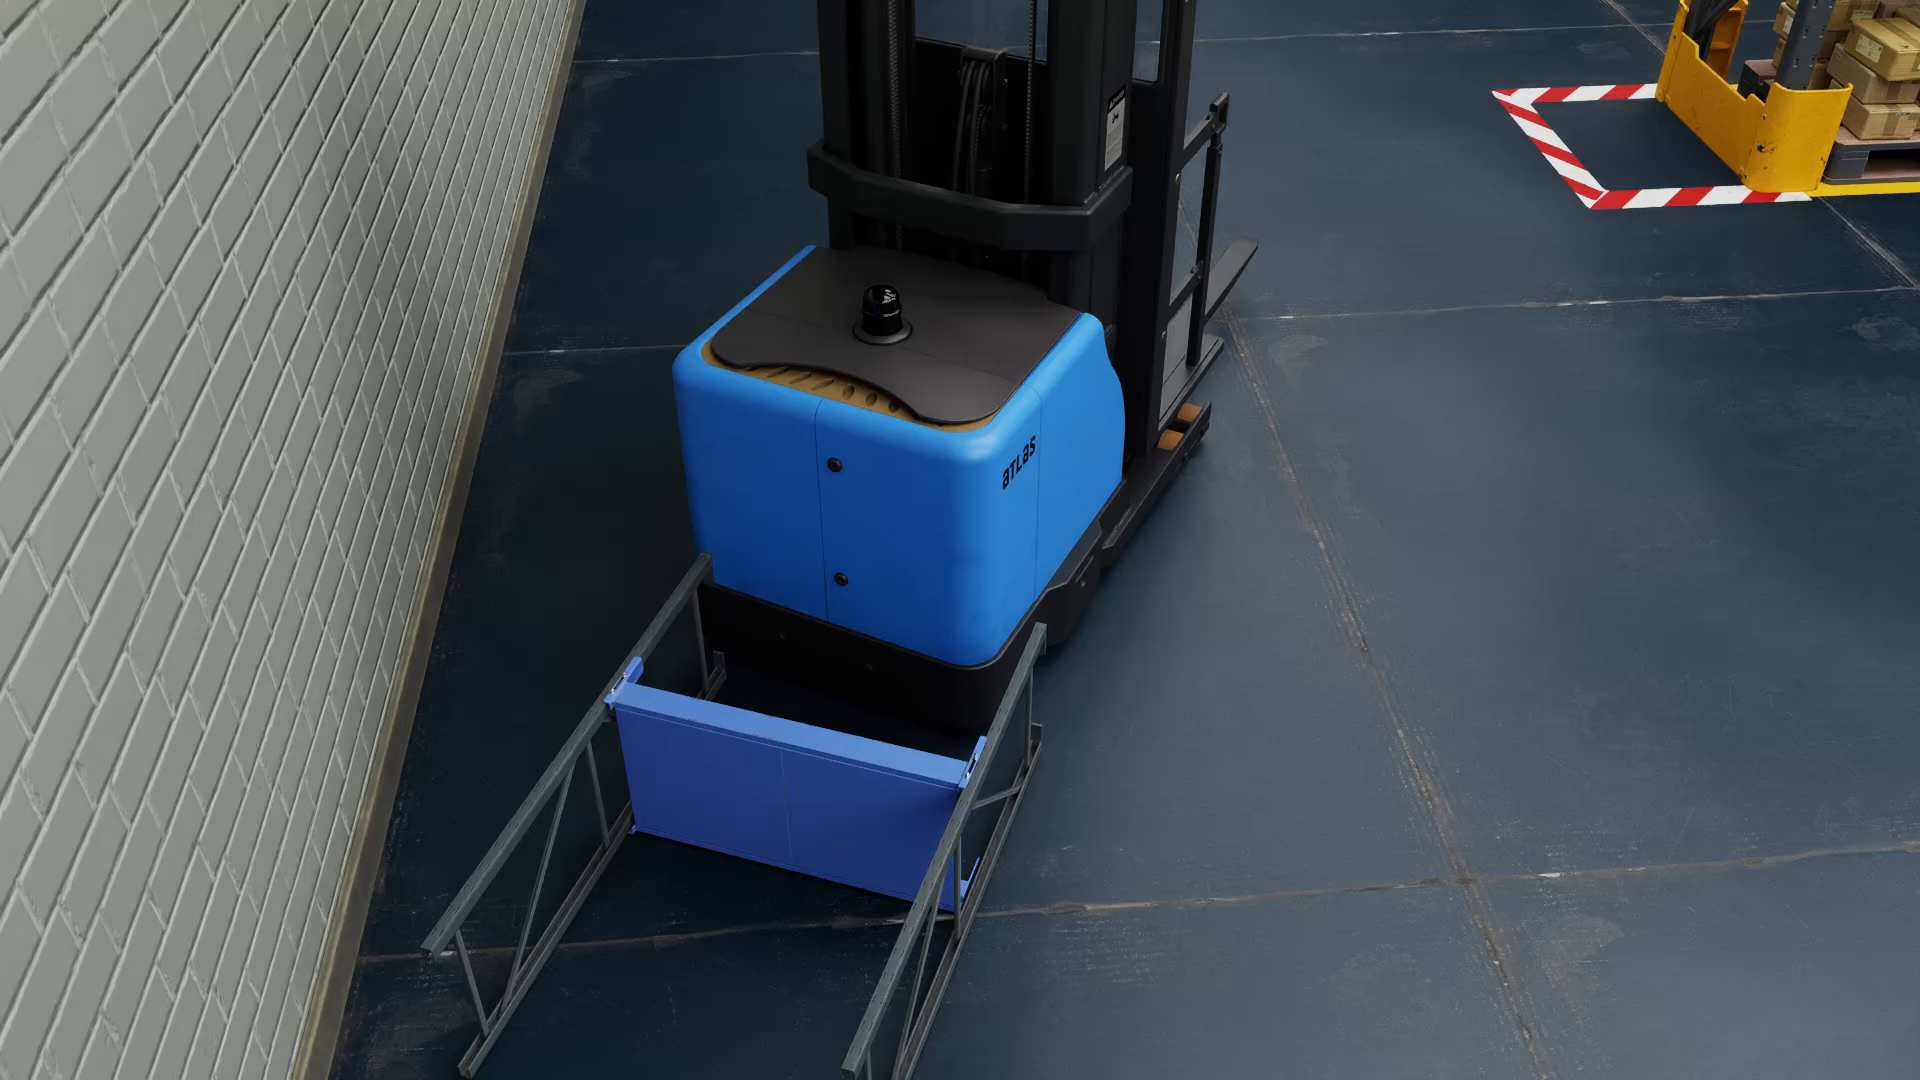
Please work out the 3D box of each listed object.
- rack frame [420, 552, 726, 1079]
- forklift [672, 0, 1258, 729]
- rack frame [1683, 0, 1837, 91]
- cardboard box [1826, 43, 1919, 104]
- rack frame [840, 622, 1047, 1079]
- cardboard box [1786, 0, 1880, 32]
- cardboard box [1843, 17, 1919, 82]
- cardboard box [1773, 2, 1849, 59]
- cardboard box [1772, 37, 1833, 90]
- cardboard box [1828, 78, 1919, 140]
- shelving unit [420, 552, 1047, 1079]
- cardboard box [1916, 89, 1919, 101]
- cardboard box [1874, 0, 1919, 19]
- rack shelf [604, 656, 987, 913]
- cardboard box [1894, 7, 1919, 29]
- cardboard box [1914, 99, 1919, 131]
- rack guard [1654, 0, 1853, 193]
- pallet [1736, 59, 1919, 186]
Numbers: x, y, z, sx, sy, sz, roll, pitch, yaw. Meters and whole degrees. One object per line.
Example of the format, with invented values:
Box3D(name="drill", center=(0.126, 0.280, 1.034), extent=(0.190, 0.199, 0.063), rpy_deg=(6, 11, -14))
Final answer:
Box3D(name="rack frame", center=(-0.973, 0.675, 4.460), extent=(0.032, 0.500, 1.500), rpy_deg=(11, 40, 14))
Box3D(name="forklift", center=(0.278, -1.496, 5.280), extent=(1.130, 2.935, 3.031), rpy_deg=(17, 41, 21))
Box3D(name="rack frame", center=(3.770, -3.171, 7.347), extent=(0.127, 3.000, 1.000), rpy_deg=(-3, 38, -4))
Box3D(name="cardboard box", center=(4.314, -2.204, 7.844), extent=(0.250, 0.149, 0.380), rpy_deg=(-2, 38, -2))
Box3D(name="rack frame", center=(-0.006, 0.869, 4.214), extent=(0.032, 0.500, 1.500), rpy_deg=(11, 40, 14))
Box3D(name="cardboard box", center=(4.275, -2.635, 8.151), extent=(0.250, 0.149, 0.380), rpy_deg=(-3, 38, -3))
Box3D(name="cardboard box", center=(4.322, -2.269, 7.687), extent=(0.250, 0.149, 0.380), rpy_deg=(-5, 39, -6))
Box3D(name="cardboard box", center=(4.270, -2.538, 8.268), extent=(0.250, 0.149, 0.380), rpy_deg=(-4, 38, -5))
Box3D(name="cardboard box", center=(4.276, -2.374, 8.300), extent=(0.250, 0.149, 0.380), rpy_deg=(-3, 38, -3))
Box3D(name="cardboard box", center=(4.320, -2.048, 7.886), extent=(0.250, 0.149, 0.380), rpy_deg=(-2, 38, -3))
Box3D(name="shelving unit", center=(-0.489, 0.772, 4.337), extent=(1.048, 0.538, 1.500), rpy_deg=(11, 40, 14))
Box3D(name="cardboard box", center=(4.592, -2.184, 7.819), extent=(0.250, 0.149, 0.380), rpy_deg=(-3, 38, -4))
Box3D(name="cardboard box", center=(4.530, -2.614, 8.123), extent=(0.250, 0.149, 0.380), rpy_deg=(-2, 38, -3))
Box3D(name="rack shelf", center=(-0.434, 0.666, 4.471), extent=(1.000, 0.538, 0.185), rpy_deg=(11, 40, 14))
Box3D(name="cardboard box", center=(4.586, -2.359, 7.800), extent=(0.250, 0.149, 0.380), rpy_deg=(-2, 38, -3))
Box3D(name="cardboard box", center=(4.573, -2.113, 7.968), extent=(0.250, 0.149, 0.380), rpy_deg=(-3, 38, -4))
Box3D(name="rack guard", center=(3.845, -2.194, 8.127), extent=(0.348, 0.500, 1.175), rpy_deg=(-3, 38, -4))
Box3D(name="pallet", center=(4.658, -2.103, 8.245), extent=(1.213, 0.211, 1.003), rpy_deg=(-3, 38, -4))
